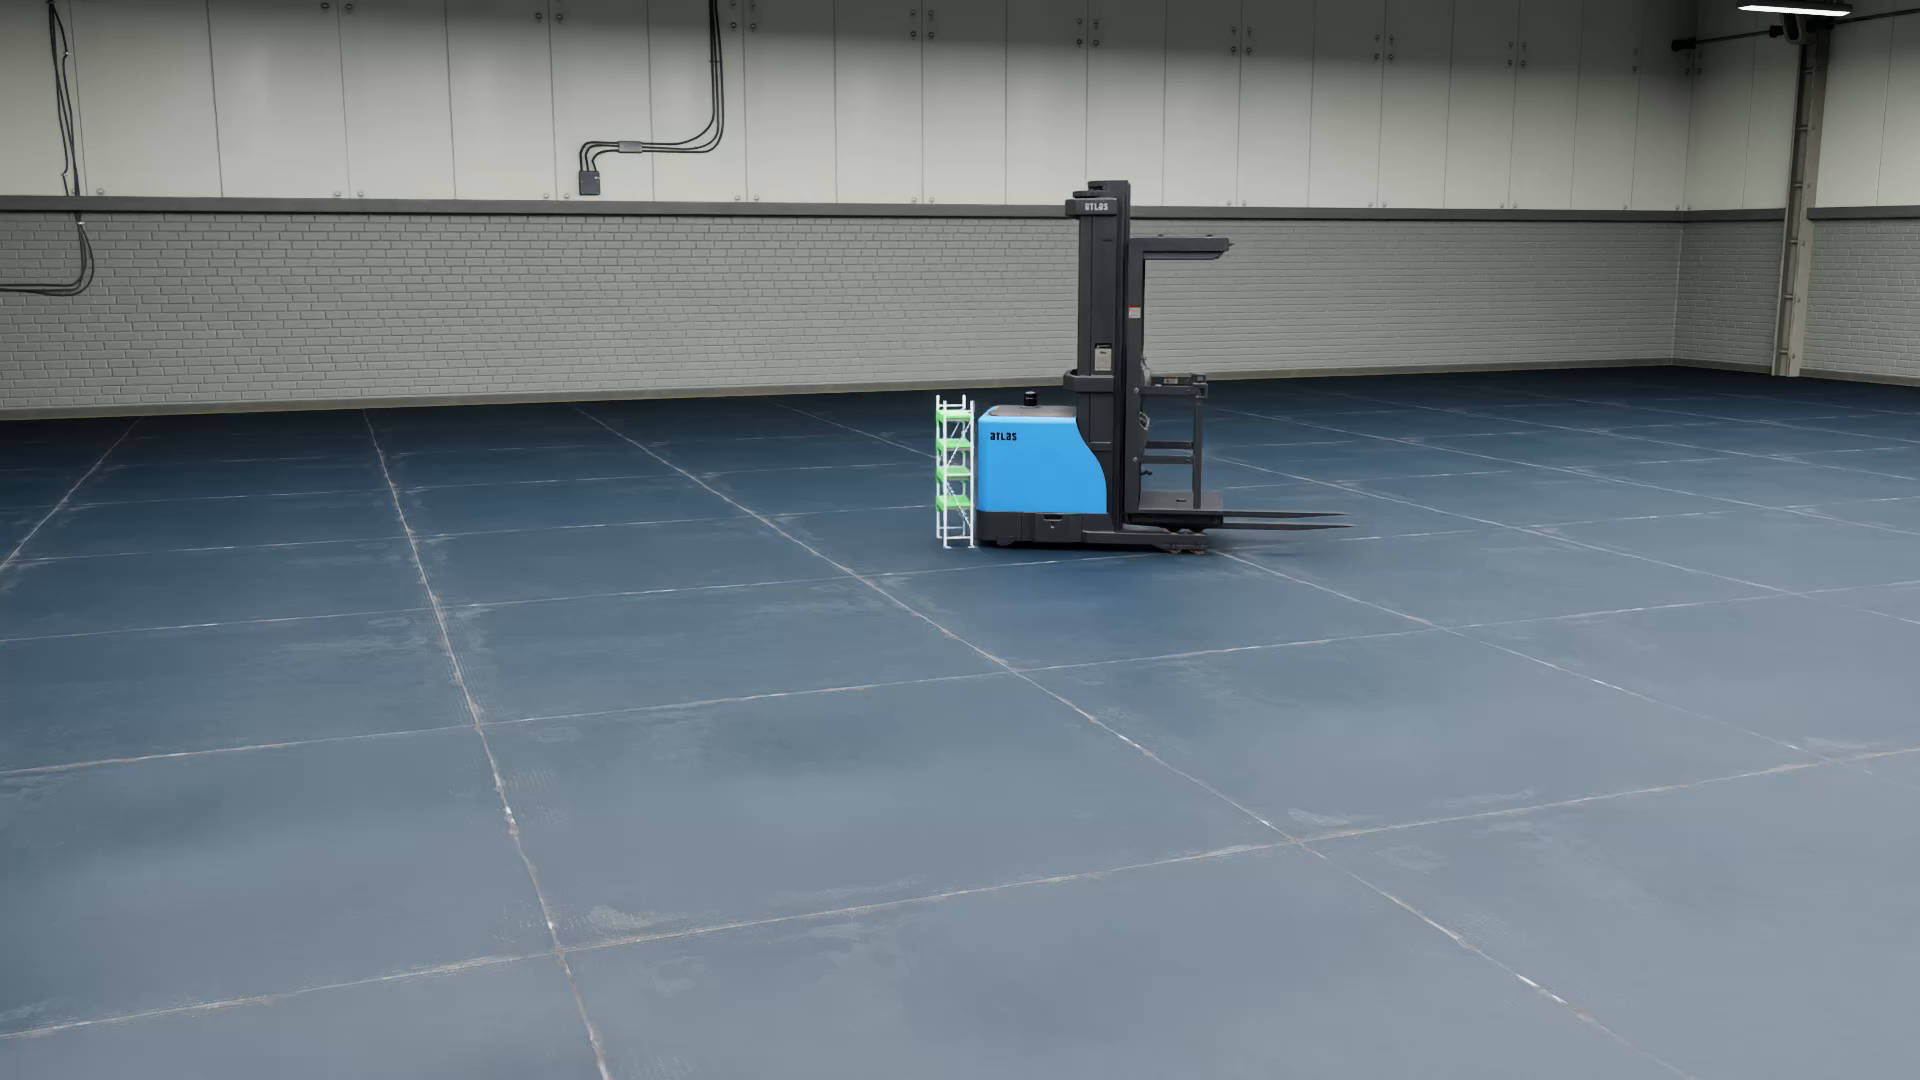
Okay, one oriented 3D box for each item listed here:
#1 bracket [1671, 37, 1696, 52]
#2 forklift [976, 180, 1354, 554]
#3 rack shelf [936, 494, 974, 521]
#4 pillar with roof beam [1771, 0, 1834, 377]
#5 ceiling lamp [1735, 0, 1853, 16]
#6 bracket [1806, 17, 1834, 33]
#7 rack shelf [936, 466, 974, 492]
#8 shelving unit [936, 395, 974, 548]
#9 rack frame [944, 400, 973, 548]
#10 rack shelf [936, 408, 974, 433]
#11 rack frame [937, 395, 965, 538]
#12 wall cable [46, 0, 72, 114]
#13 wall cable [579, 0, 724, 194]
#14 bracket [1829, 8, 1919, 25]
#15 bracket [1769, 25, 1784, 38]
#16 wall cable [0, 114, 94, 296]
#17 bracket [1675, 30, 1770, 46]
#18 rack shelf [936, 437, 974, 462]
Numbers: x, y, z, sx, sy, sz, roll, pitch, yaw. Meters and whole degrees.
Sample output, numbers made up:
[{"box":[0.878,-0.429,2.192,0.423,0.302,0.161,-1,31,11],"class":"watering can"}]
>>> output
[{"box":[14.213,-9.729,32.644,0.235,0.232,0.430,-4,11,-21],"class":"bracket"},{"box":[1.689,-1.429,13.585,3.031,2.935,1.130,1,10,7],"class":"forklift"},{"box":[-0.044,-0.271,13.755,0.258,0.148,0.480,-1,10,-7],"class":"rack shelf"},{"box":[11.540,-7.252,28.994,9.100,9.000,0.548,-4,11,-21],"class":"pillar with roof beam"},{"box":[12.330,-9.453,24.703,2.000,3.185,0.800,-4,11,-21],"class":"ceiling lamp"},{"box":[15.372,-9.207,29.707,0.235,0.232,0.430,-4,11,-21],"class":"bracket"},{"box":[-0.044,-0.508,13.713,0.258,0.148,0.480,-1,10,-7],"class":"rack shelf"},{"box":[-0.044,-0.571,13.701,0.258,1.200,0.503,-1,10,-7],"class":"shelving unit"},{"box":[-0.012,-0.528,13.463,0.240,1.200,0.015,-1,10,-7],"class":"rack frame"},{"box":[-0.044,-0.980,13.629,0.258,0.148,0.480,-1,10,-7],"class":"rack shelf"},{"box":[-0.075,-0.613,13.940,0.240,1.200,0.015,-1,10,-7],"class":"rack frame"},{"box":[-11.120,-7.220,23.261,3.097,2.526,0.112,-4,11,-21],"class":"wall cable"},{"box":[-4.787,-8.365,25.541,2.305,6.003,0.169,-4,11,-21],"class":"wall cable"},{"box":[16.306,-8.787,27.343,0.076,0.066,4.783,-4,11,-21],"class":"bracket"},{"box":[15.072,-9.343,30.469,0.235,0.232,0.430,-4,11,-21],"class":"bracket"},{"box":[-13.641,-4.562,22.739,3.097,2.526,0.112,-4,11,-21],"class":"wall cable"},{"box":[14.427,-9.633,32.102,0.076,0.066,3.189,-4,11,-21],"class":"bracket"},{"box":[-0.044,-0.744,13.671,0.258,0.148,0.480,-1,10,-7],"class":"rack shelf"}]
